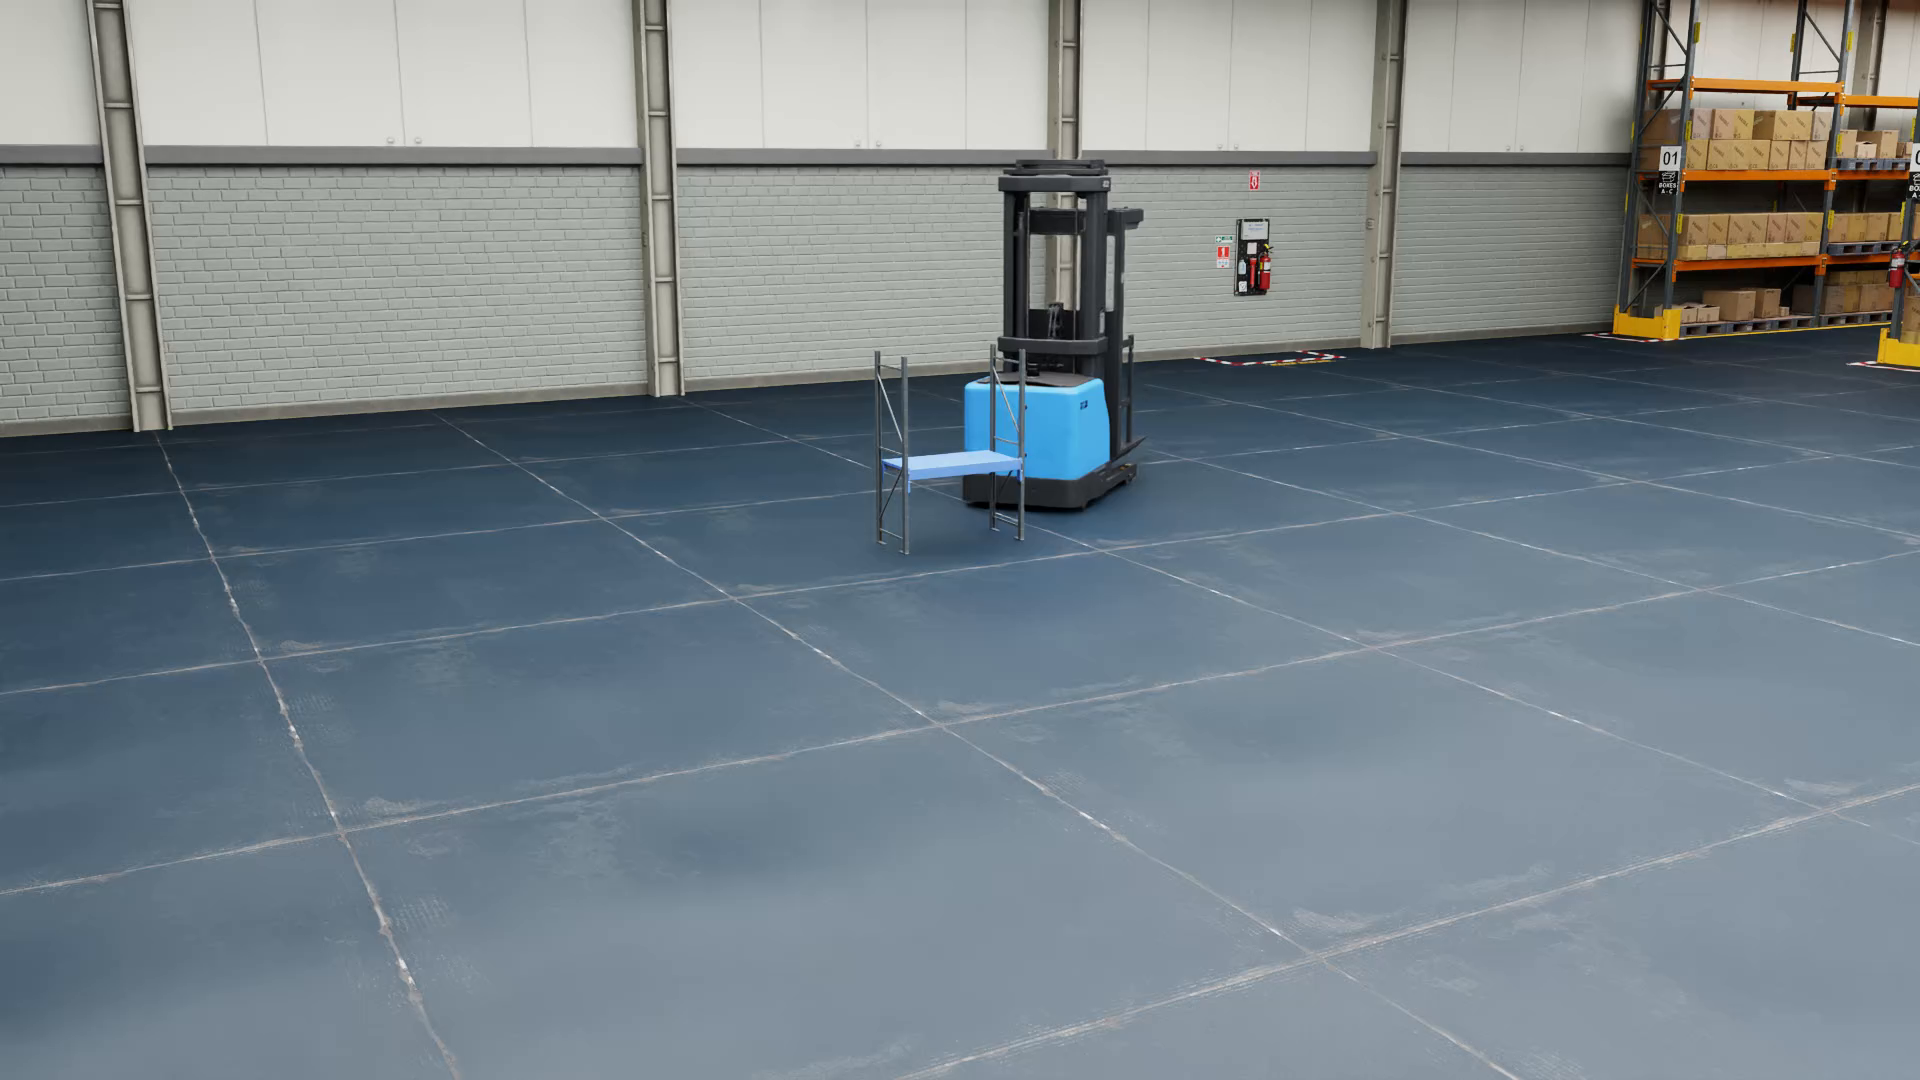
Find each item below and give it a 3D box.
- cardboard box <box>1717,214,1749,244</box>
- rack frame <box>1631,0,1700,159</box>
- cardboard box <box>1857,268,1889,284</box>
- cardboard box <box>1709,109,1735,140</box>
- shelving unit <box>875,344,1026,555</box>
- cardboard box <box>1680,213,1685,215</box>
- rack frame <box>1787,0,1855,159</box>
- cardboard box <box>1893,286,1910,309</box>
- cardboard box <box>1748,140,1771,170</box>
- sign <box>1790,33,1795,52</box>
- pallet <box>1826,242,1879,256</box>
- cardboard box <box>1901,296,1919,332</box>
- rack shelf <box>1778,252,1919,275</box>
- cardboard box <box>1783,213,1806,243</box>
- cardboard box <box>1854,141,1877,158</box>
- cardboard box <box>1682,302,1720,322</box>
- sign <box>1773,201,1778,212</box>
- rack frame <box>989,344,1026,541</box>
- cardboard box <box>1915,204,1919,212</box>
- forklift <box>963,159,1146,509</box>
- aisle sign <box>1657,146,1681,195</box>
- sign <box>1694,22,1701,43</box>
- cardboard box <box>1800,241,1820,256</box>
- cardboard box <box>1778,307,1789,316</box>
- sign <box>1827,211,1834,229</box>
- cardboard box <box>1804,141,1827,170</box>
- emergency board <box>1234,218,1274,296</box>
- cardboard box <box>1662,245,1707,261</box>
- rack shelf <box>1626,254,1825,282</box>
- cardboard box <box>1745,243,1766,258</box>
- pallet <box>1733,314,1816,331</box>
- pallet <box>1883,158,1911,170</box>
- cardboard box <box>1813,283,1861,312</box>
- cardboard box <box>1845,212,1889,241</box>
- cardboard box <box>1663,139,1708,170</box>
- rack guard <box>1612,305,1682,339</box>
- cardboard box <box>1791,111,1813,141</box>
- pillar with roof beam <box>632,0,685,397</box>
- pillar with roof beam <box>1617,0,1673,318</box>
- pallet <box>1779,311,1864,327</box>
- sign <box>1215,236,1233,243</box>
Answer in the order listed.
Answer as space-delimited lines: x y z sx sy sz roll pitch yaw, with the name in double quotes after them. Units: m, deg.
13.272 -5.392 28.824 0.500 0.500 0.500 -7 15 -30 "cardboard box"
11.813 -7.921 27.809 0.127 3.000 1.000 -7 14 -28 "rack frame"
17.249 -5.008 31.513 0.500 0.250 0.500 -7 14 -28 "cardboard box"
12.732 -7.041 28.179 0.500 0.500 0.500 -7 14 -29 "cardboard box"
-0.075 -0.723 12.905 1.048 1.500 0.538 -7 14 -28 "shelving unit"
12.572 -5.438 29.029 0.500 0.500 0.500 -7 14 -27 "cardboard box"
15.324 -8.342 29.679 0.127 3.000 1.000 -7 14 -28 "rack frame"
17.720 -4.713 31.911 0.500 0.500 0.700 -7 14 -28 "cardboard box"
13.629 -6.668 28.803 0.500 0.500 0.500 -6 14 -24 "cardboard box"
15.053 -8.981 30.032 0.005 0.325 0.100 -7 14 -28 "sign"
16.065 -5.374 30.592 1.213 0.211 1.003 -7 14 -28 "pallet"
14.518 -3.383 24.907 0.500 0.500 0.500 -7 14 -28 "cardboard box"
17.080 -5.274 31.352 4.000 0.370 1.077 -7 14 -28 "rack shelf"
14.622 -5.554 29.546 0.500 0.500 0.500 -7 14 -28 "cardboard box"
16.383 -7.147 30.447 0.500 0.311 0.500 -6 14 -26 "cardboard box"
12.964 -4.012 29.228 0.500 0.311 0.500 -6 14 -23 "cardboard box"
15.055 -6.086 30.684 0.005 0.325 0.100 -7 14 -28 "sign"
0.371 -0.776 13.142 0.032 1.500 0.500 -7 14 -28 "rack frame"
18.272 -6.337 31.727 0.250 0.149 0.380 -10 16 -37 "cardboard box"
1.019 -1.972 15.198 1.130 2.935 3.031 5 14 20 "forklift"
11.894 -6.197 27.892 0.004 0.787 0.394 -7 14 -28 "aisle sign"
12.073 -8.311 27.234 0.005 0.325 0.100 -7 14 -28 "sign"
15.054 -5.243 29.871 0.500 0.250 0.500 -7 14 -28 "cardboard box"
14.869 -4.185 30.325 0.250 0.166 0.380 -9 16 -35 "cardboard box"
15.591 -5.733 29.782 0.005 0.325 0.100 -7 14 -28 "sign"
14.997 -6.836 29.547 0.500 0.500 0.500 -6 14 -26 "cardboard box"
4.560 -4.351 25.609 0.643 1.169 0.194 -7 14 -28 "emergency board"
12.394 -4.921 28.439 0.500 0.250 0.500 -7 15 -29 "cardboard box"
13.569 -4.853 29.482 4.000 0.370 1.077 -7 14 -28 "rack shelf"
13.738 -5.083 29.161 0.500 0.250 0.500 -7 14 -27 "cardboard box"
14.752 -3.977 30.300 1.213 0.211 1.003 -7 14 -28 "pallet"
16.826 -6.941 30.714 1.003 0.211 1.213 -7 14 -28 "pallet"
16.392 -4.555 31.207 0.500 0.500 0.700 -7 15 -29 "cardboard box"
16.844 -5.858 31.077 0.500 0.500 0.700 -5 14 -20 "cardboard box"
12.227 -6.503 28.068 0.500 0.500 0.500 -6 14 -26 "cardboard box"
11.880 -3.783 28.778 0.348 0.500 1.175 -7 14 -28 "rack guard"
14.536 -7.260 29.153 0.500 0.500 0.500 -6 14 -25 "cardboard box"
-1.723 -5.438 16.777 0.400 9.000 9.100 -7 14 -28 "pillar with roof beam"
14.076 -7.332 25.191 0.400 9.000 9.100 -7 14 -28 "pillar with roof beam"
16.007 -4.137 31.009 1.213 0.211 1.003 -7 14 -28 "pallet"
4.033 -4.587 25.371 0.331 0.109 0.001 -7 14 -28 "sign"
